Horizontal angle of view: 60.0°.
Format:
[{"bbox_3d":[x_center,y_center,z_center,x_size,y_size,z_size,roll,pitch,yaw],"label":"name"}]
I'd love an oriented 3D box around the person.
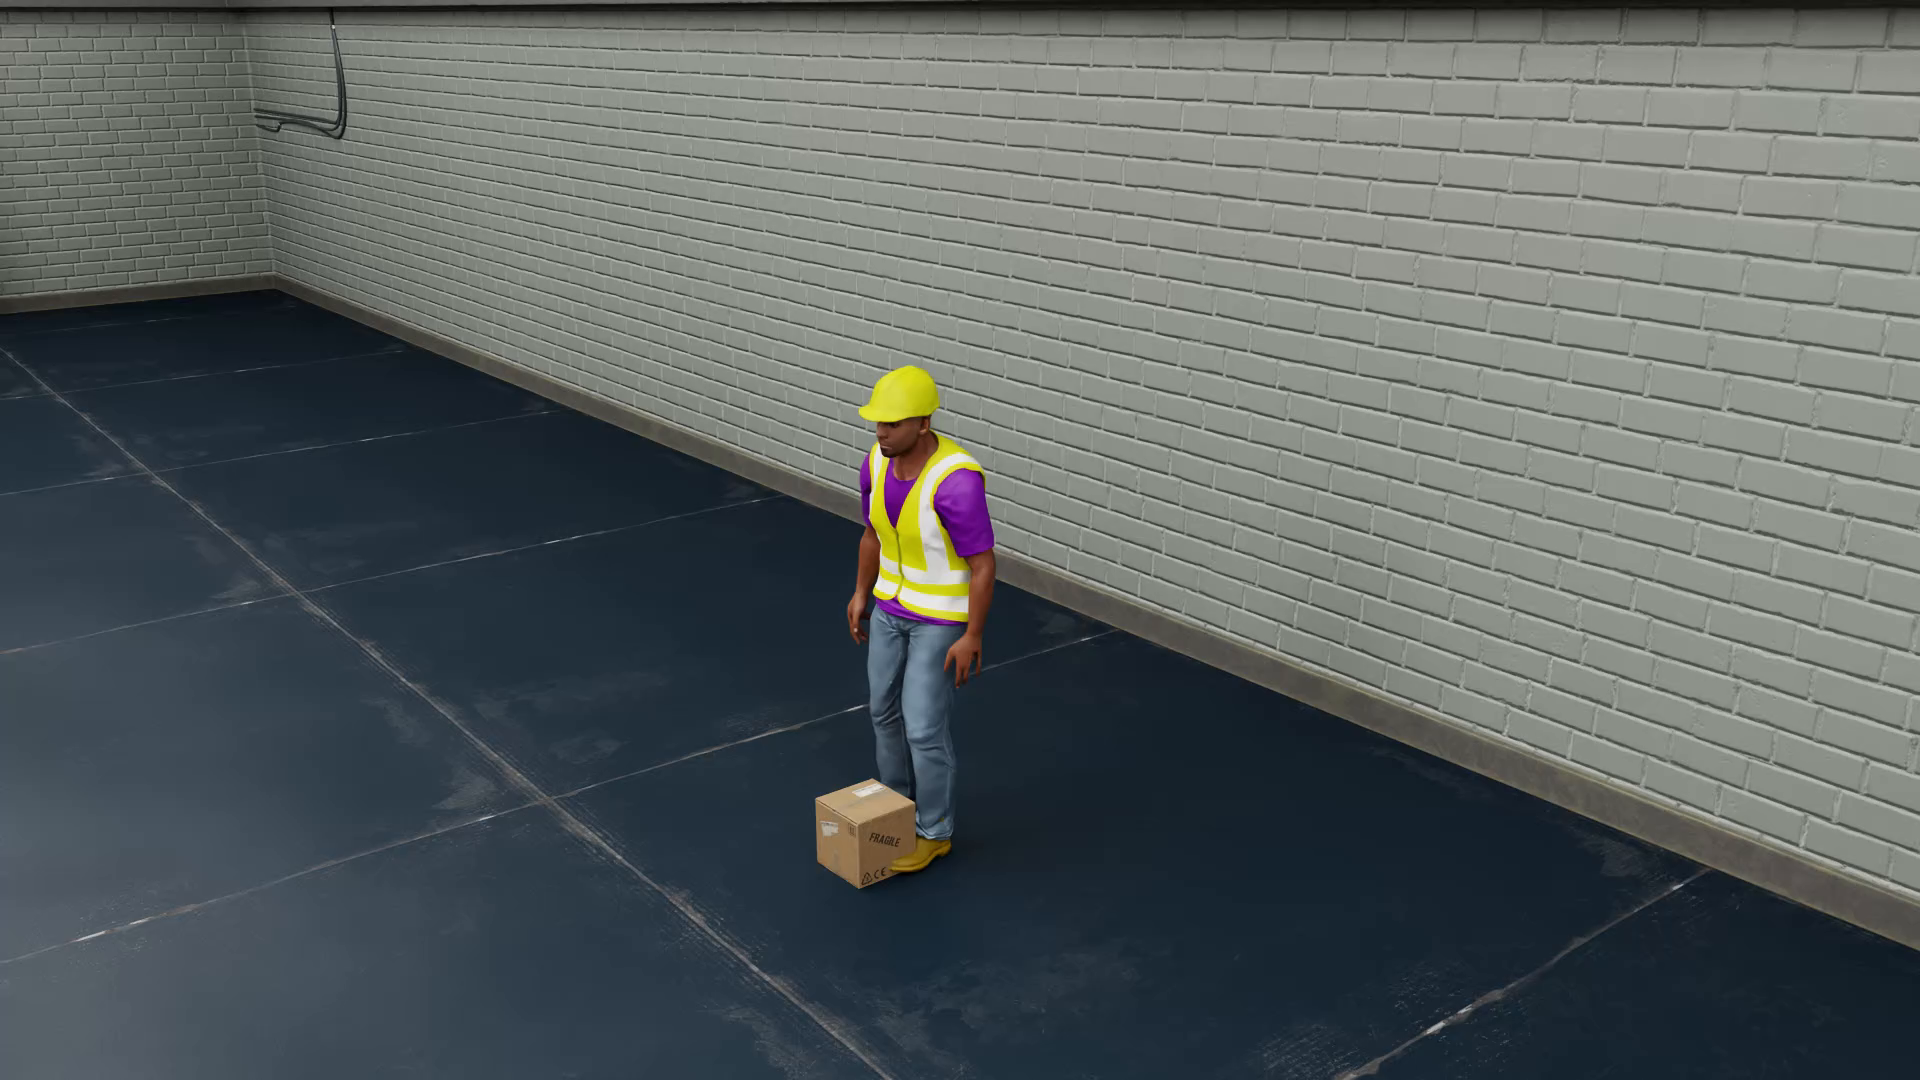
[{"bbox_3d":[-0.150,0.260,5.701,0.459,1.760,0.634,-15,23,-39],"label":"person"}]
